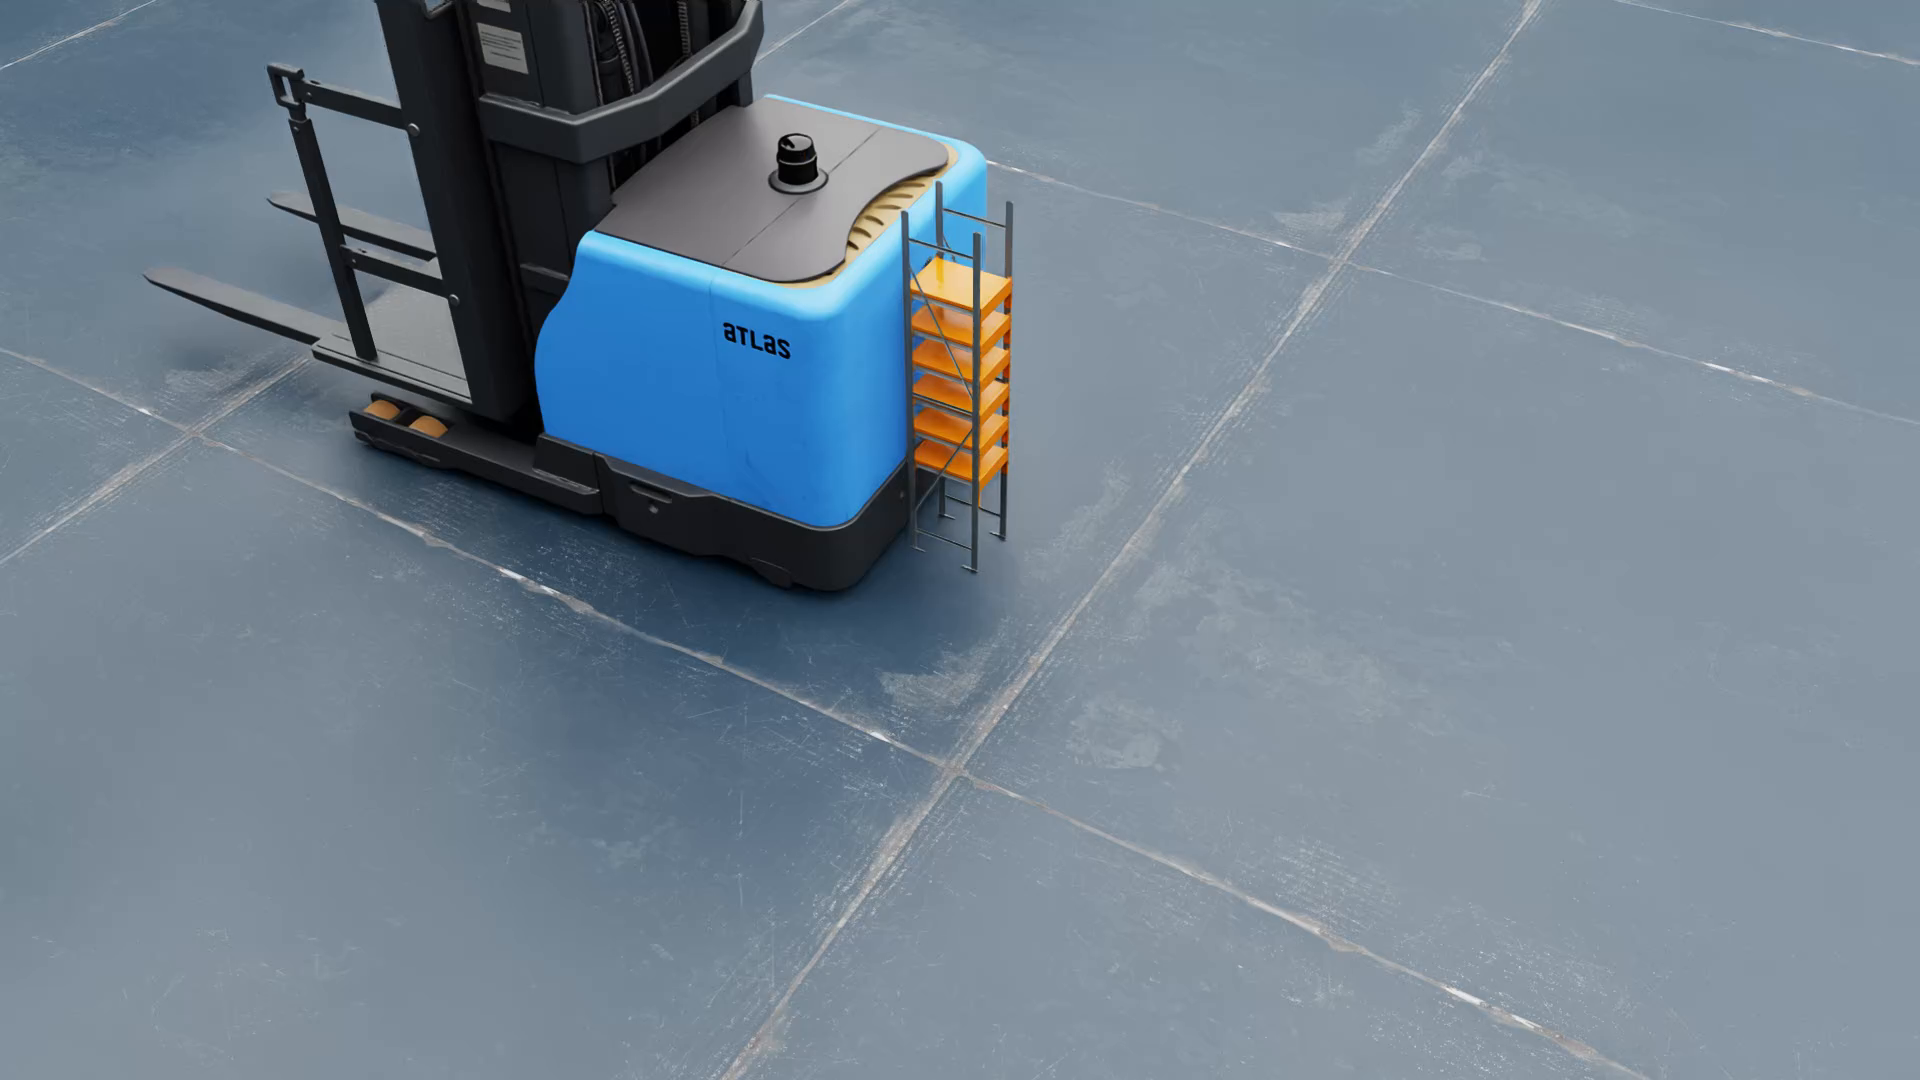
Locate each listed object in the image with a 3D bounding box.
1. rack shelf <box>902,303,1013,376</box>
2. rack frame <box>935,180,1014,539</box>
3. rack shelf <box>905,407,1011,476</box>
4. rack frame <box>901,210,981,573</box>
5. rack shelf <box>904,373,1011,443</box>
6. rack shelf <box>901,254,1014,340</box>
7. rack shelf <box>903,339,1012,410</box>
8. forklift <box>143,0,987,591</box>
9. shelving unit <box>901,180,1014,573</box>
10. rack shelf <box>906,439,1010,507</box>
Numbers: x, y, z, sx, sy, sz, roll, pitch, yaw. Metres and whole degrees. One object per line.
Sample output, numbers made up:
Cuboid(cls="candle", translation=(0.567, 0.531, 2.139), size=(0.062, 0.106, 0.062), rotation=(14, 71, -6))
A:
Cuboid(cls="rack shelf", translation=(-0.006, -0.589, 4.714), size=(0.258, 0.103, 0.180), rotation=(20, 45, 22))
Cuboid(cls="rack frame", translation=(0.039, -0.495, 4.903), size=(0.240, 1.200, 0.006), rotation=(20, 45, 22))
Cuboid(cls="rack shelf", translation=(-0.006, -0.318, 4.952), size=(0.258, 0.103, 0.180), rotation=(20, 45, 22))
Cuboid(cls="rack frame", translation=(-0.051, -0.389, 4.784), size=(0.240, 1.200, 0.006), rotation=(20, 45, 22))
Cuboid(cls="rack shelf", translation=(-0.006, -0.408, 4.873), size=(0.258, 0.103, 0.180), rotation=(20, 45, 22))
Cuboid(cls="rack shelf", translation=(-0.006, -0.679, 4.635), size=(0.258, 0.103, 0.180), rotation=(20, 45, 22))
Cuboid(cls="rack shelf", translation=(-0.006, -0.498, 4.793), size=(0.258, 0.103, 0.180), rotation=(20, 45, 22))
Cuboid(cls="forklift", translation=(-1.455, -1.634, 4.888), size=(3.031, 2.935, 1.130), rotation=(19, 45, 20))
Cuboid(cls="shelving unit", translation=(-0.006, -0.442, 4.843), size=(0.258, 1.200, 0.189), rotation=(20, 45, 22))
Cuboid(cls="rack shelf", translation=(-0.005, -0.228, 5.031), size=(0.258, 0.103, 0.180), rotation=(20, 45, 22))
